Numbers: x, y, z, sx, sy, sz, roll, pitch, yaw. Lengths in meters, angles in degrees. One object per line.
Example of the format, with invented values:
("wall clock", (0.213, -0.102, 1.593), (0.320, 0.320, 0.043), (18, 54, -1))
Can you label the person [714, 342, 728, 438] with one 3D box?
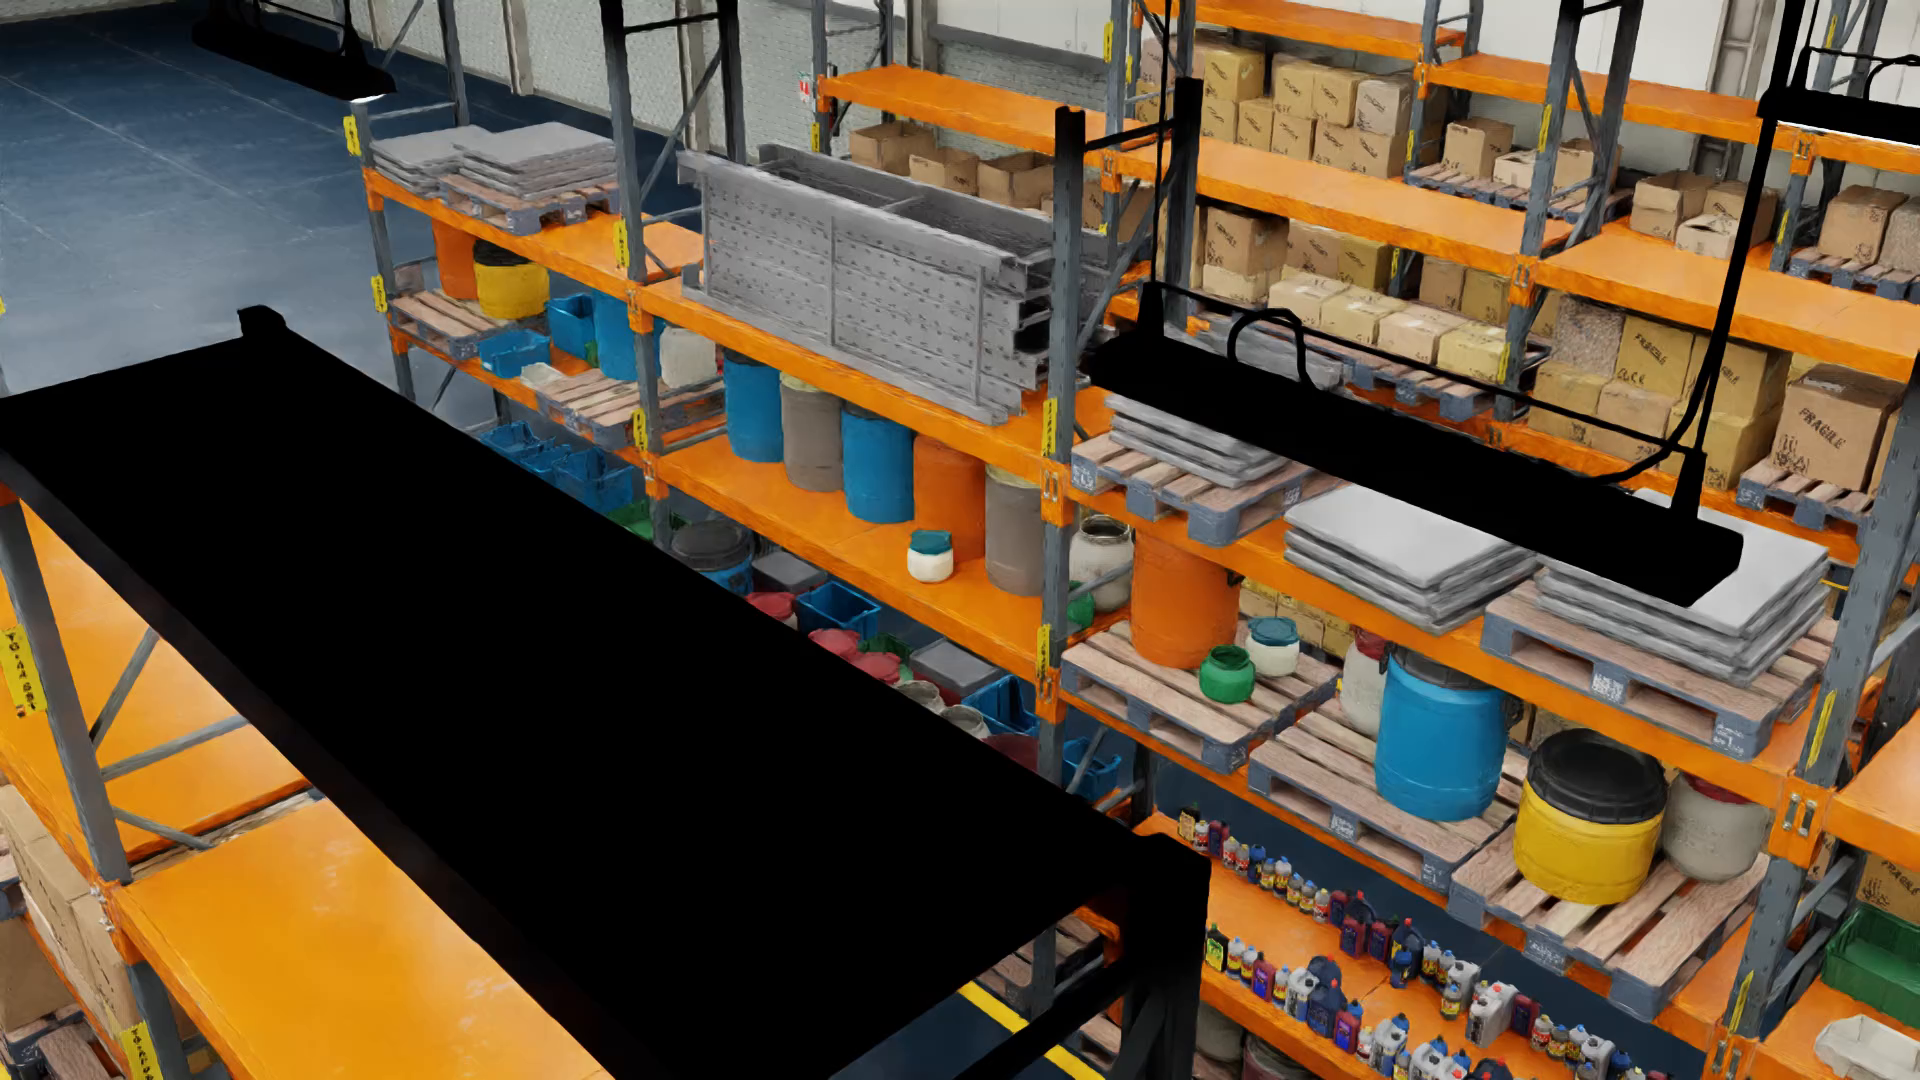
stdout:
("person", (-2.404, -1.367, 17.592), (0.543, 1.719, 0.729), (3, 28, 5))
